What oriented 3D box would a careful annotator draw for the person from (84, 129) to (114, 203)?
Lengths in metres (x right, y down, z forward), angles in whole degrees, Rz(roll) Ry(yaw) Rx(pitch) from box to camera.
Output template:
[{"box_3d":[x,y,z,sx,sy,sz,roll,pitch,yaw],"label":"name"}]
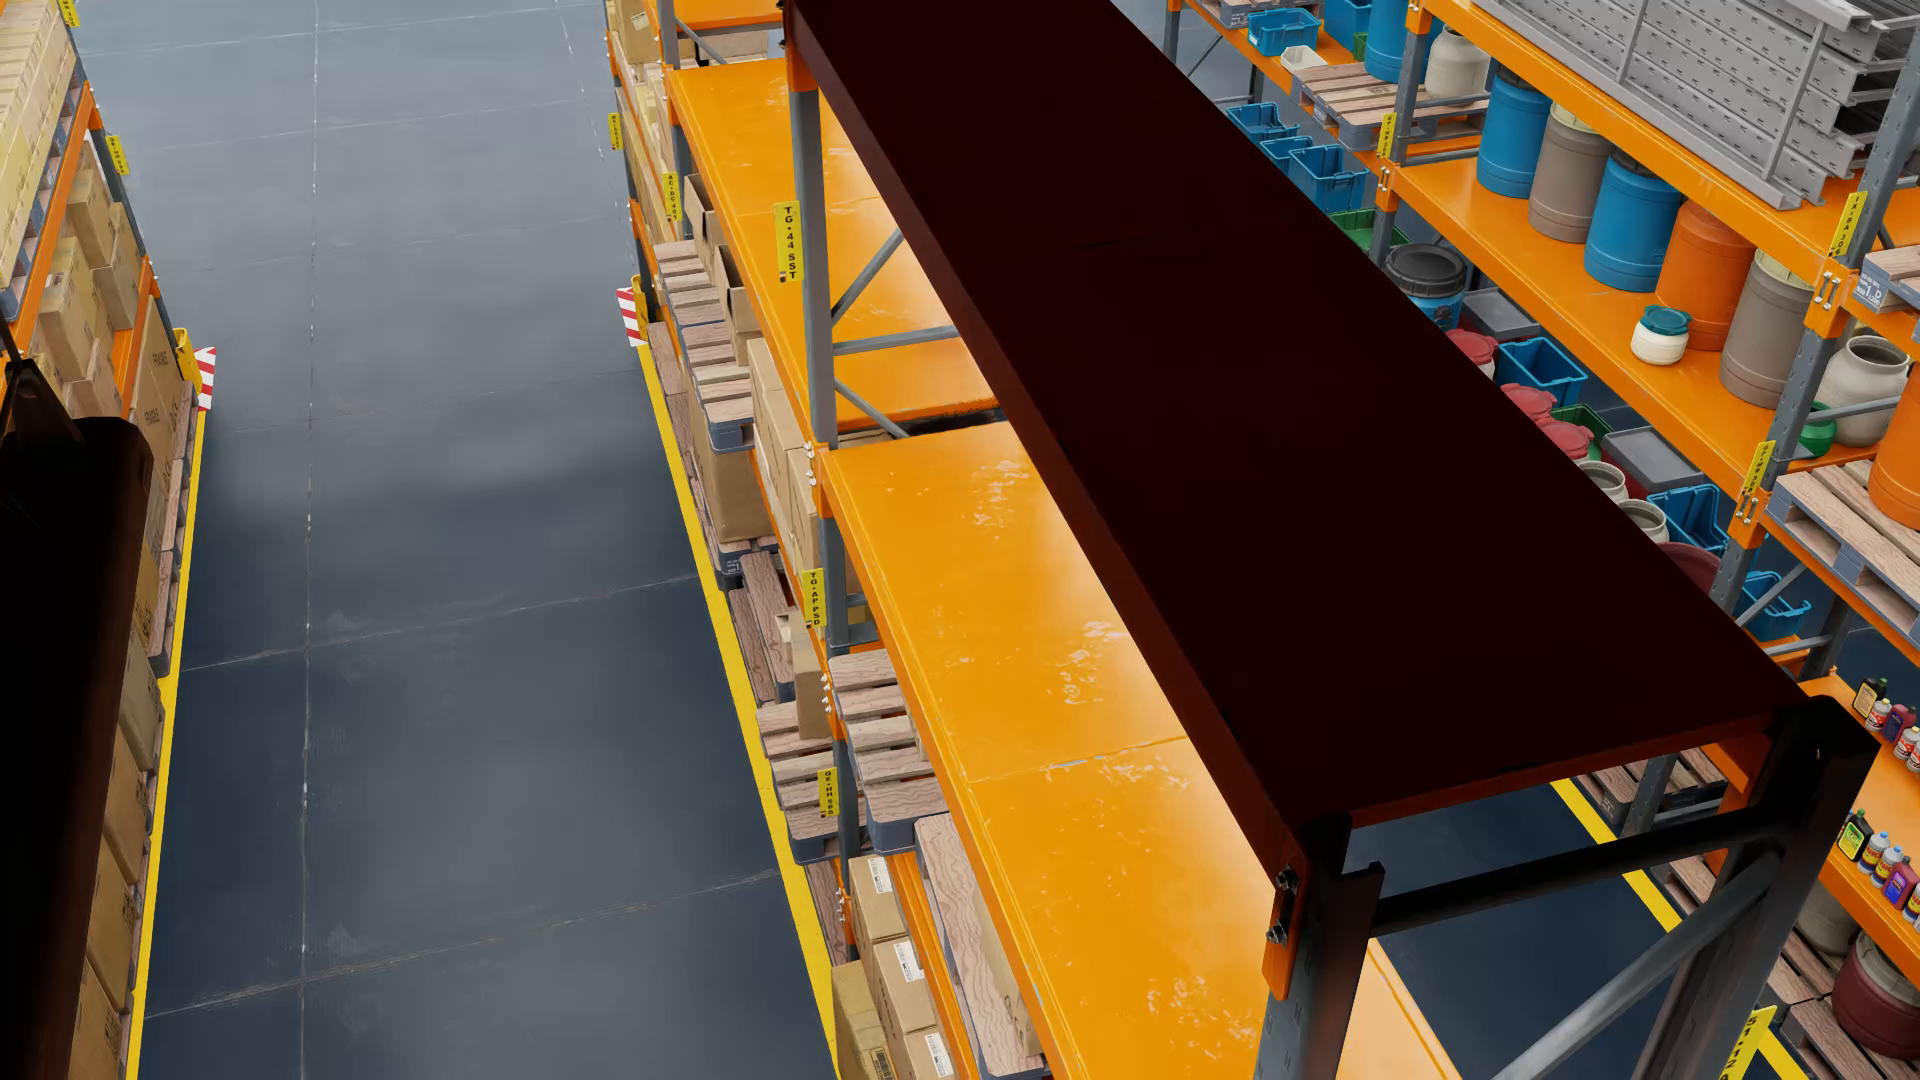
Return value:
[{"box_3d":[-8.227,-3.453,15.864,0.445,1.694,0.567,-24,44,-28],"label":"person"}]
